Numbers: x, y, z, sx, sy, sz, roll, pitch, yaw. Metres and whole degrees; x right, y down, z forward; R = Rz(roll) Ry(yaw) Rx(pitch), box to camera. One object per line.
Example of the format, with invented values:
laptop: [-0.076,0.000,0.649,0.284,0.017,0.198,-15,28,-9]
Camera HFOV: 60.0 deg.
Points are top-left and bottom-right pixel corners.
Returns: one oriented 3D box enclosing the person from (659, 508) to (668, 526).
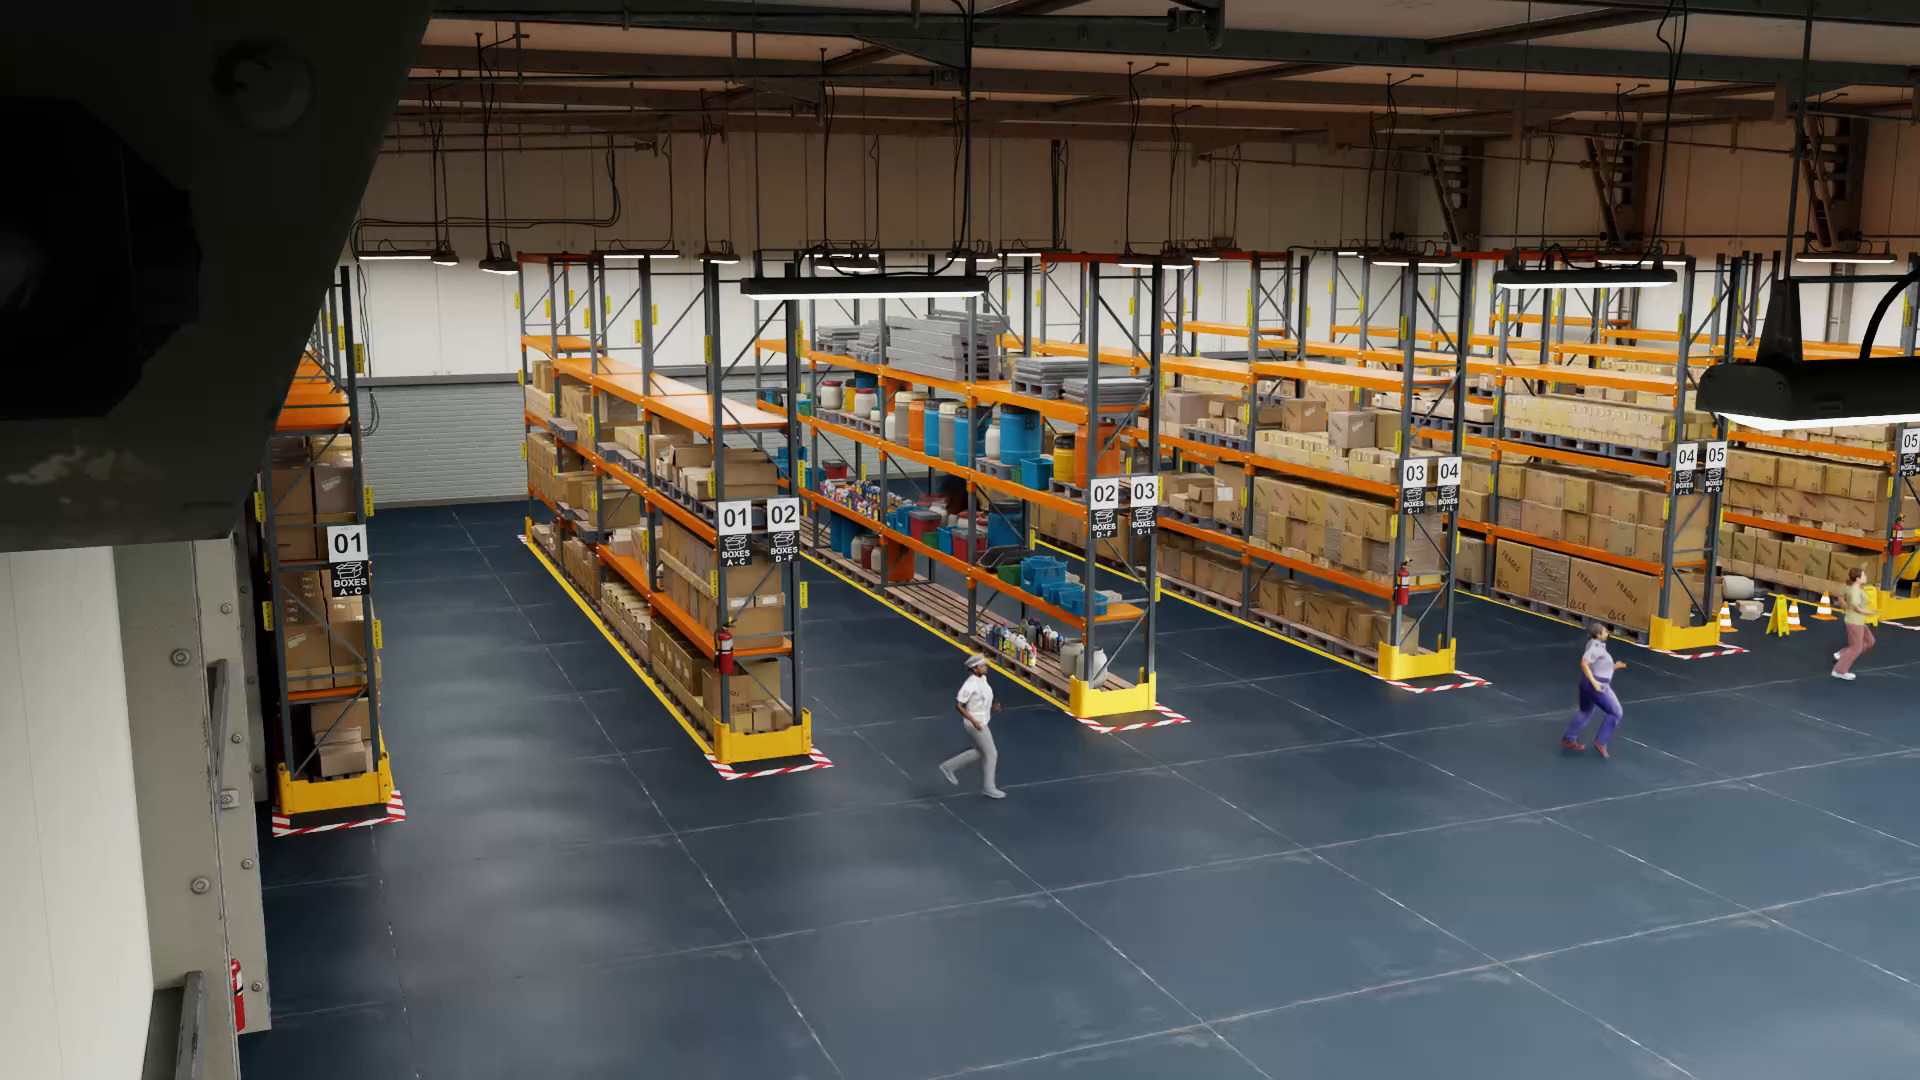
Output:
person: [-6.176,-0.744,34.281,0.732,1.841,0.683,-8,13,-37]

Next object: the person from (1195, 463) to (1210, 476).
person: [6.078,-2.133,41.851,0.855,1.713,0.605,-6,12,-29]

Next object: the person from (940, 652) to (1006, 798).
person: [0.150,2.095,18.975,0.783,1.702,0.574,2,11,12]

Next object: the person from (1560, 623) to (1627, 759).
person: [7.804,1.850,20.423,0.716,1.693,0.574,0,10,2]

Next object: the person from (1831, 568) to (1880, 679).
person: [12.921,1.201,23.940,0.540,1.627,0.567,4,11,22]
